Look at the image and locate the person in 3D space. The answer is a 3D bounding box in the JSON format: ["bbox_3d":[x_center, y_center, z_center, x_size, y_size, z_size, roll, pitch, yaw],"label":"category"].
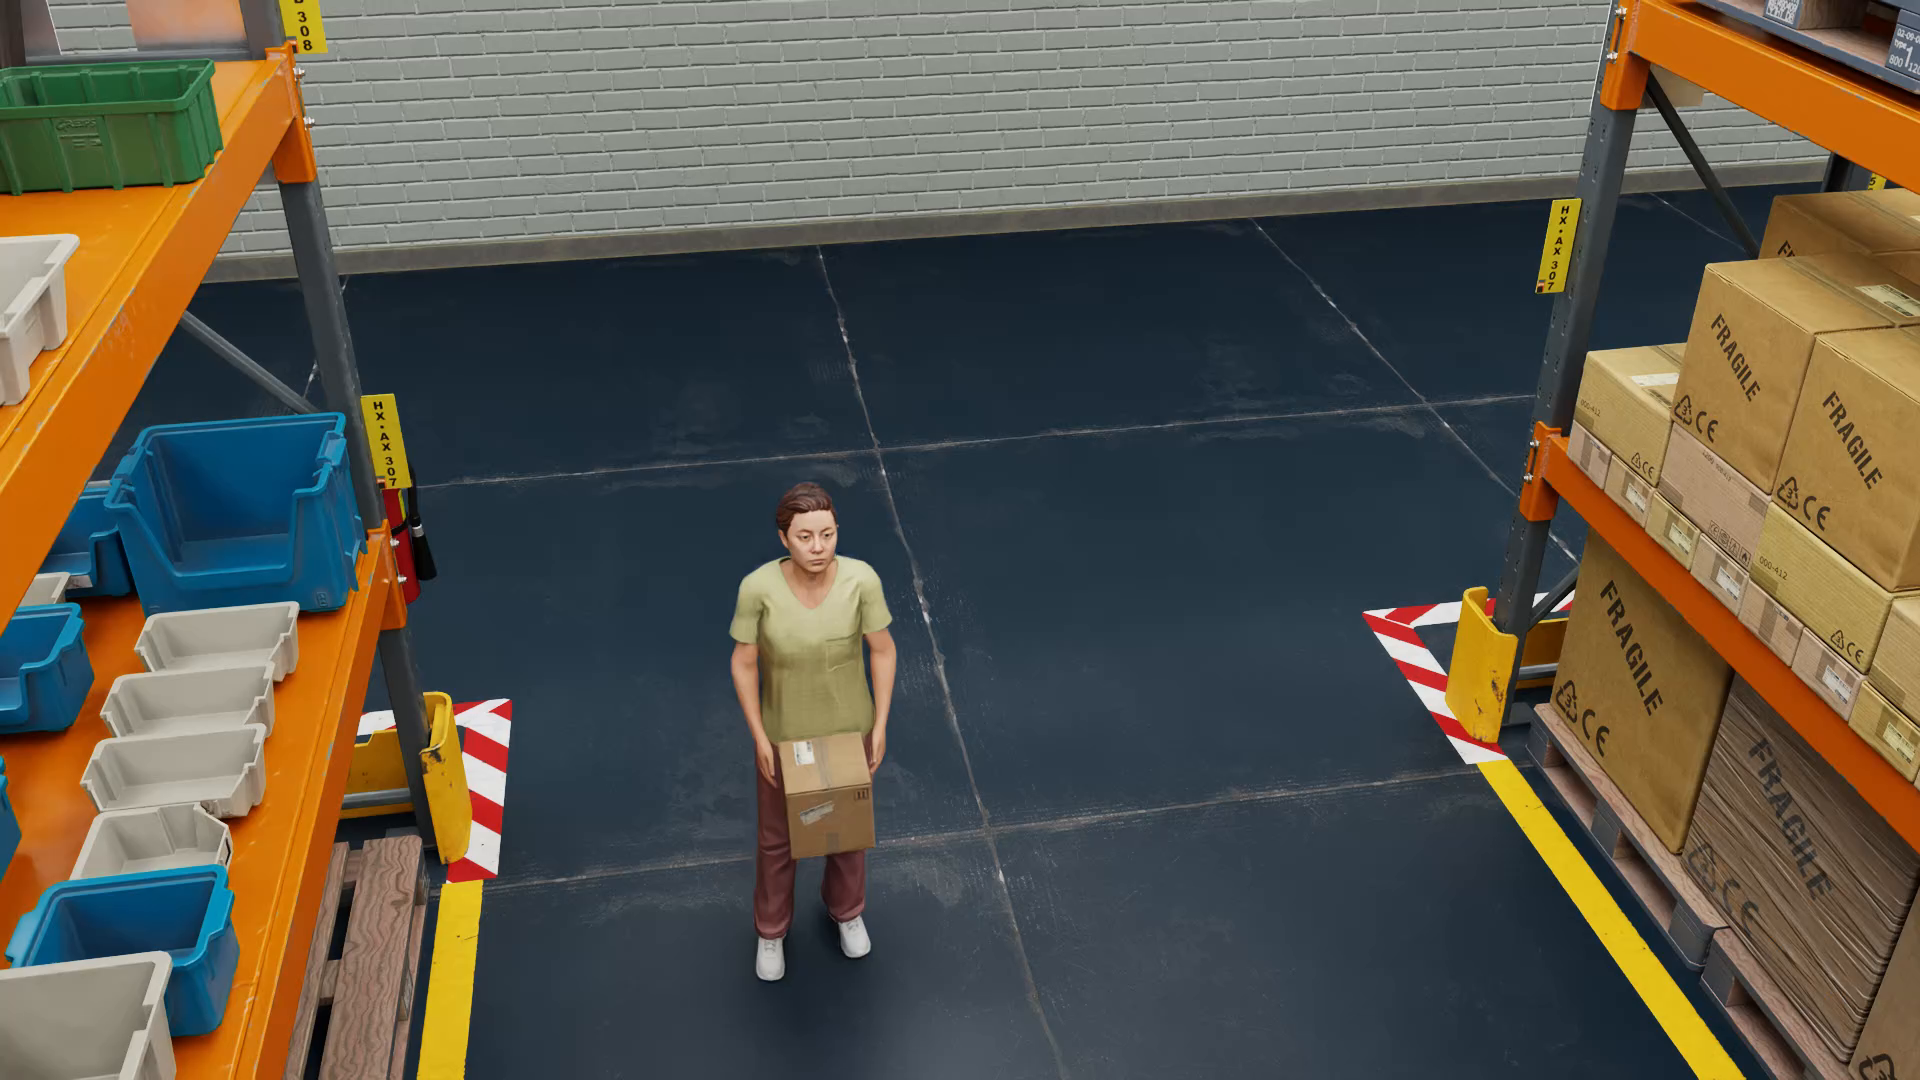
[{"bbox_3d":[-0.437,0.597,5.128,0.509,1.676,0.416,-5,31,-9],"label":"person"}]
